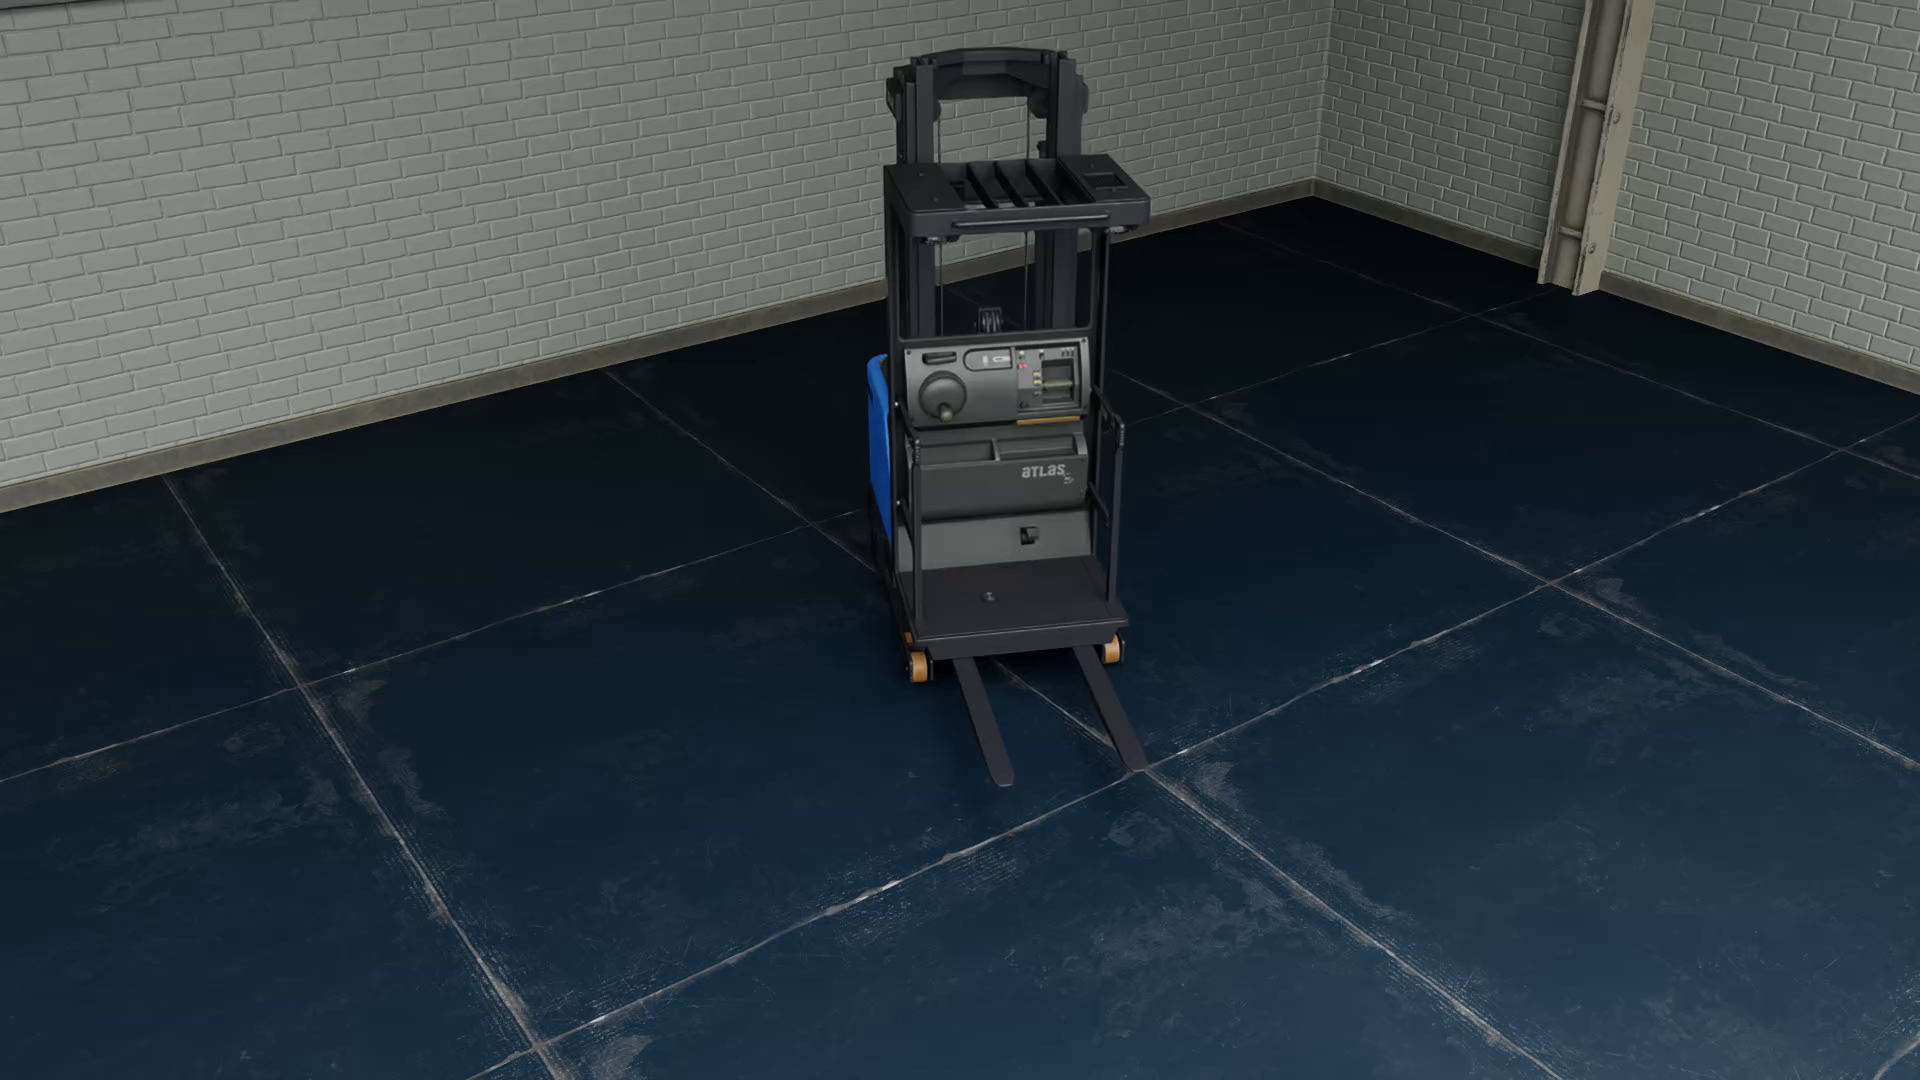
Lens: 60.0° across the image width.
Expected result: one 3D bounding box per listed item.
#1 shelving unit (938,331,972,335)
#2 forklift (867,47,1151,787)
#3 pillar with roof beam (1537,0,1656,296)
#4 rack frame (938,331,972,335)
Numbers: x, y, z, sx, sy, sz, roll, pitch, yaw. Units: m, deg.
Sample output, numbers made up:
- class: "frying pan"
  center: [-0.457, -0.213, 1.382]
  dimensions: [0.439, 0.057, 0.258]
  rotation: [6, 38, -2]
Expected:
- class: "shelving unit"
  center: [-0.007, -0.704, 9.946]
  dimensions: [0.215, 1.050, 0.252]
  rotation: [-5, 29, -9]
- class: "forklift"
  center: [0.228, -0.751, 8.062]
  dimensions: [1.130, 2.935, 3.031]
  rotation: [-5, 29, -9]
- class: "pillar with roof beam"
  center: [1.460, -4.842, 9.237]
  dimensions: [9.100, 9.000, 0.400]
  rotation: [-19, 34, -31]
- class: "rack frame"
  center: [-0.029, -0.761, 10.051]
  dimensions: [0.200, 1.050, 0.008]
  rotation: [-5, 29, -9]
